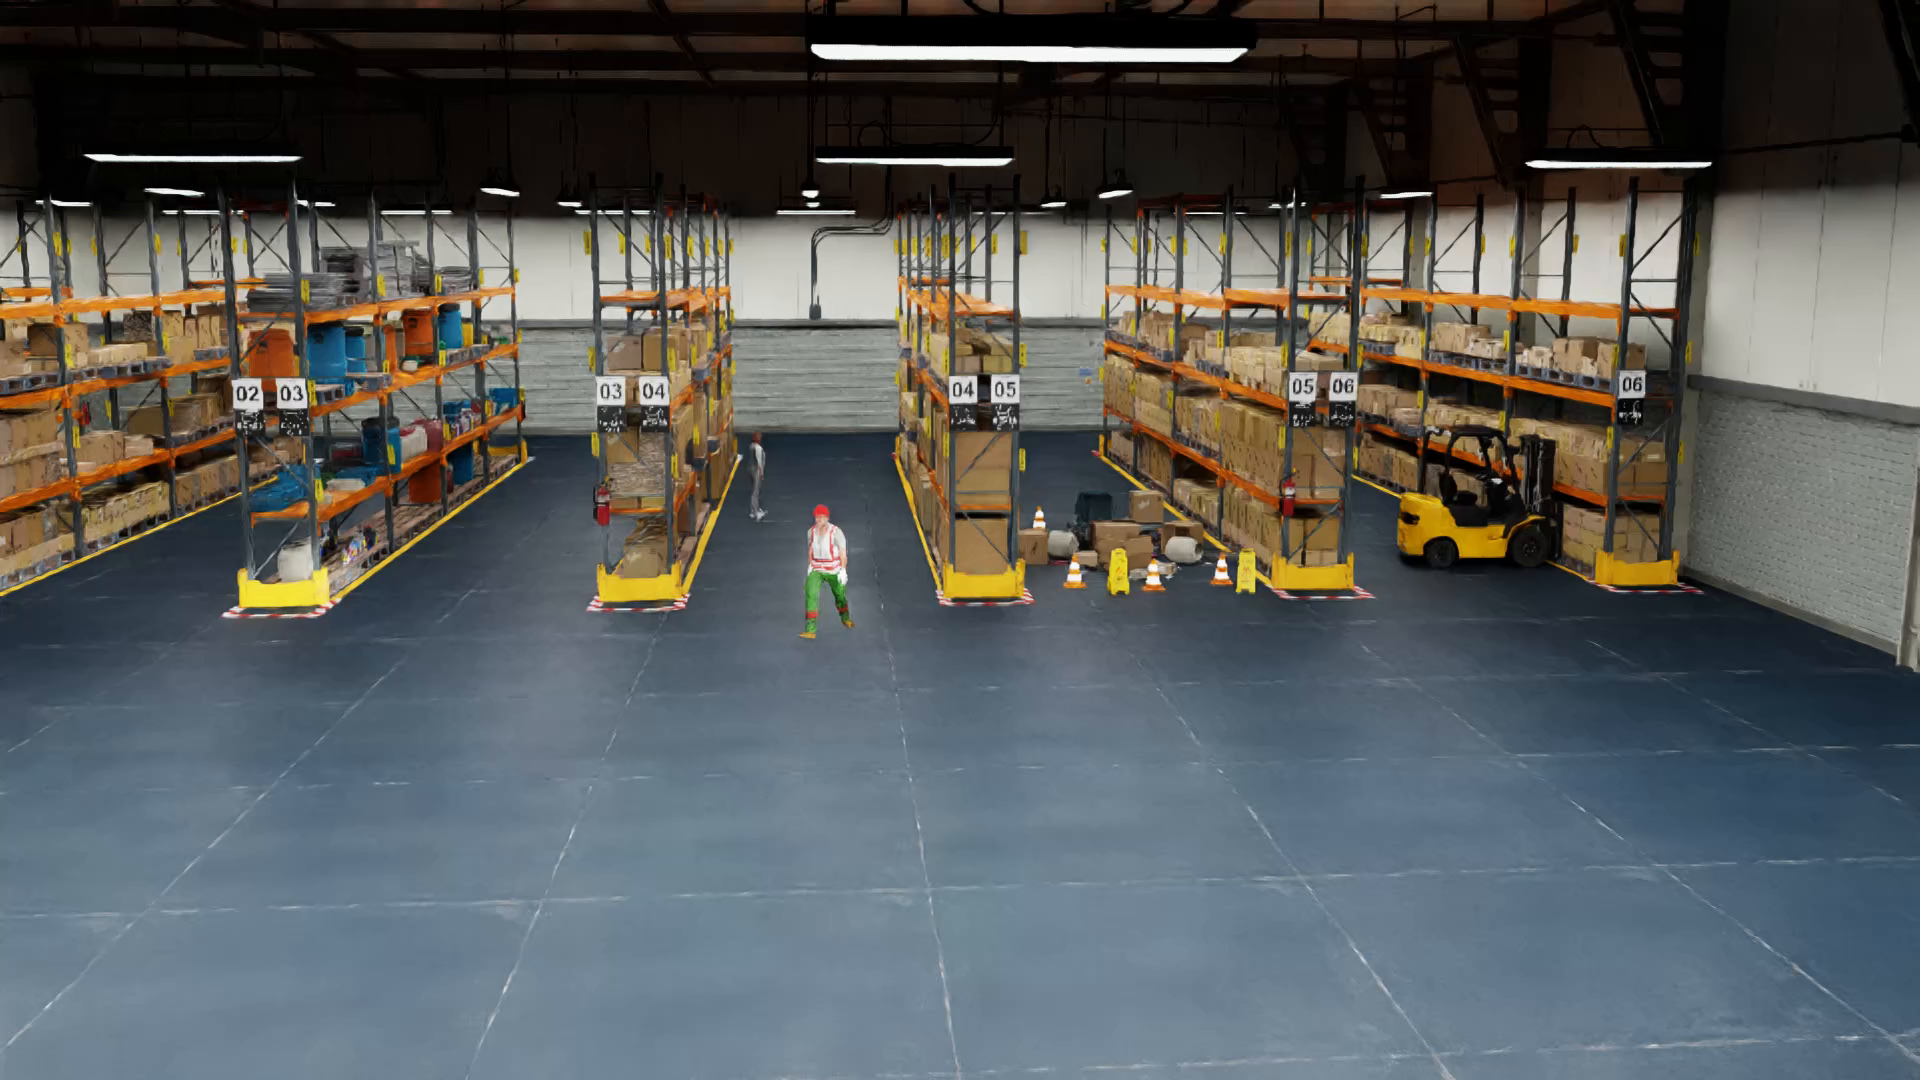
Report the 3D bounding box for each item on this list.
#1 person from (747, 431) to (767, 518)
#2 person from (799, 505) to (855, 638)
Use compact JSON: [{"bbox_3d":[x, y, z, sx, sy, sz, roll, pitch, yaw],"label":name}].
[{"bbox_3d":[-3.766,-1.235,31.002,0.423,1.599,0.497,-5,11,-25],"label":"person"},{"bbox_3d":[-1.733,0.382,21.602,0.598,1.733,0.988,3,10,15],"label":"person"}]
